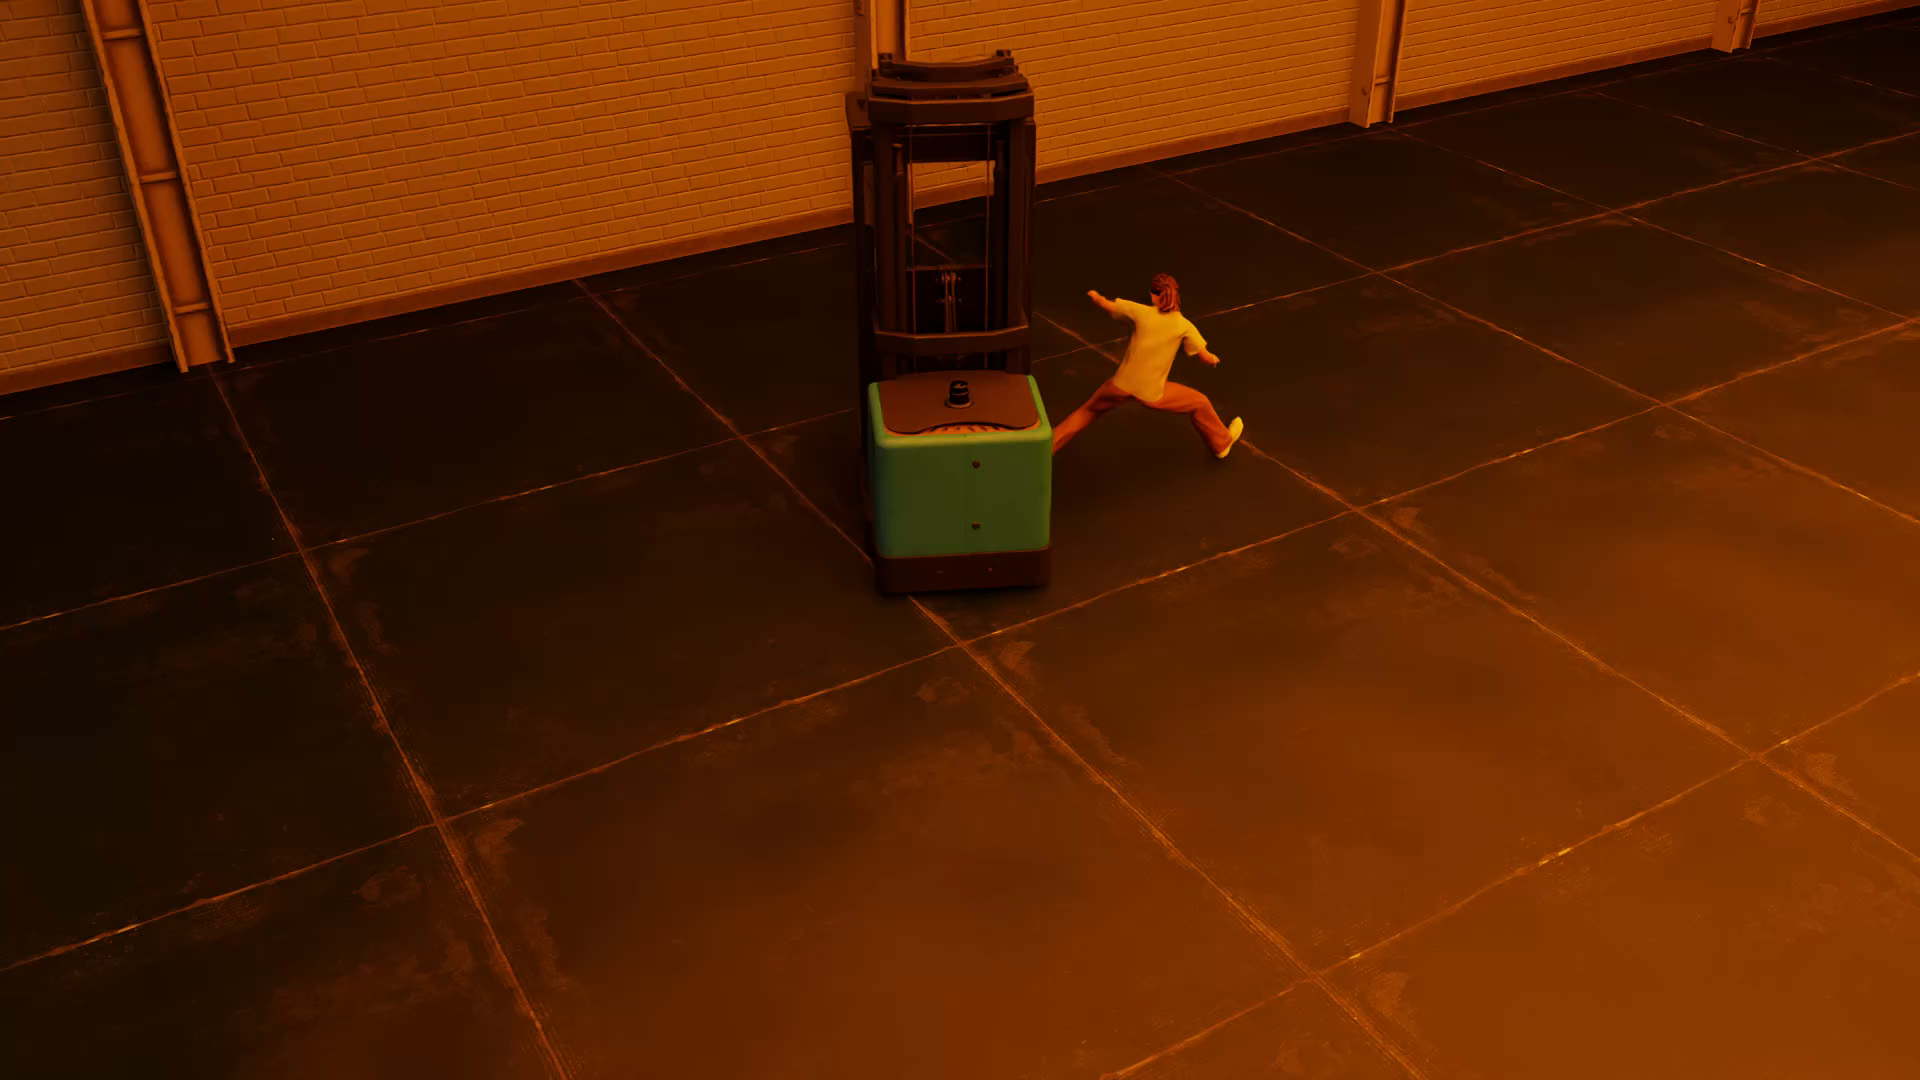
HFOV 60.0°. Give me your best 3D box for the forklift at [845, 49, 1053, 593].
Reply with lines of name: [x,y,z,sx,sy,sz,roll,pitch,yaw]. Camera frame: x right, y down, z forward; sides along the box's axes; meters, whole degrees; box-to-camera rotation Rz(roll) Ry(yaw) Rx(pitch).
forklift: [-0.123,-1.679,10.451,1.130,2.935,3.031,-3,31,-5]

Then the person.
person: [1.216,-1.121,11.086,1.263,1.326,0.810,12,33,20]
